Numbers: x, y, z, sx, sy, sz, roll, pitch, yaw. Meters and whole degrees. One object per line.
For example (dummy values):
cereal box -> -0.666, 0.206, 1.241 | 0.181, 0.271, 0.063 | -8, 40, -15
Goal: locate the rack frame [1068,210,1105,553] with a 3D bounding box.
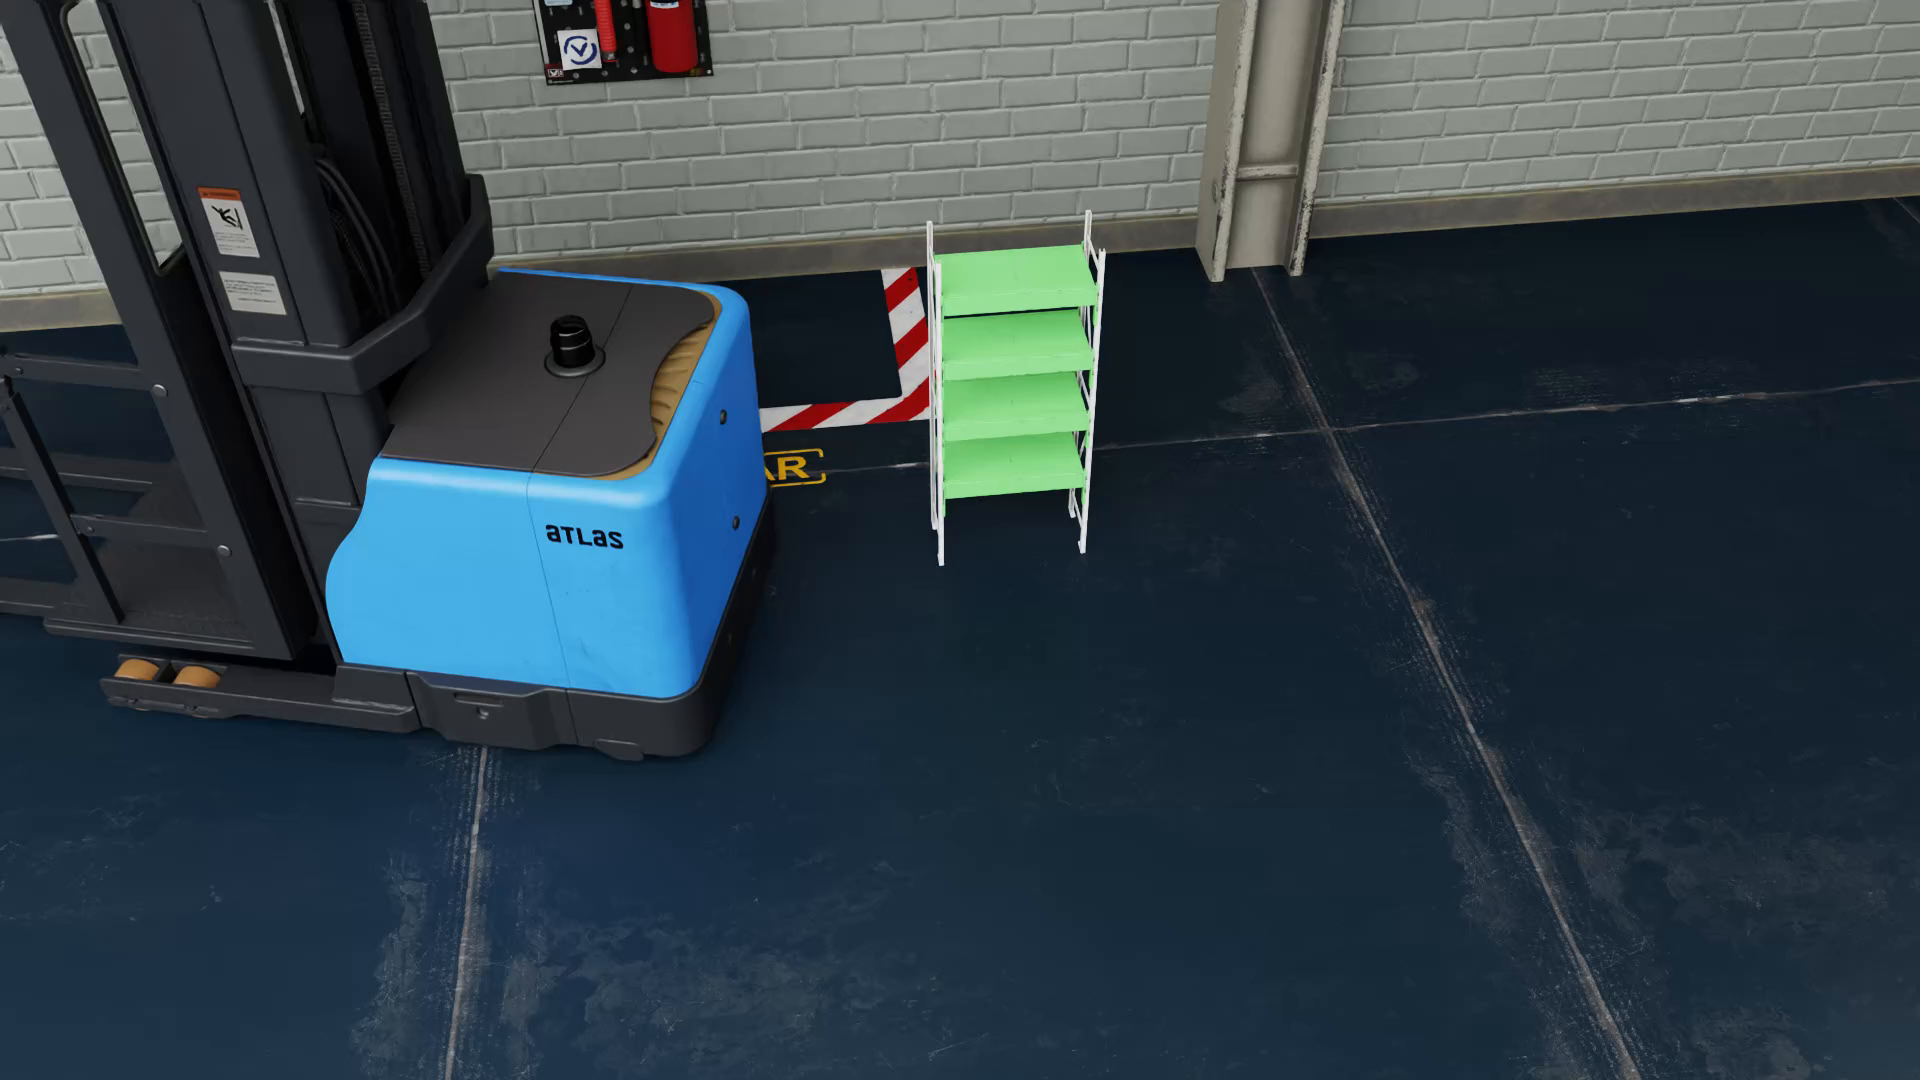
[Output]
rack frame -> 0.406, -0.481, 5.388 | 0.015, 1.200, 0.240 | -5, 42, -6

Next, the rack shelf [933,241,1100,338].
rack shelf -> 0.164, -0.769, 5.085 | 0.480, 0.148, 0.258 | -5, 42, -6

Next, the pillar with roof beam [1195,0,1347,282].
pillar with roof beam -> 1.782, -1.681, 0.895 | 0.400, 9.000, 9.100 | -5, 42, -6

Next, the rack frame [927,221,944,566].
rack frame -> -0.078, -0.439, 5.341 | 0.015, 1.200, 0.240 | -5, 42, -6

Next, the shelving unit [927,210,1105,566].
shelving unit -> 0.164, -0.460, 5.364 | 0.503, 1.200, 0.258 | -5, 42, -6

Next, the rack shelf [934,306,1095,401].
rack shelf -> 0.164, -0.591, 5.246 | 0.480, 0.148, 0.258 | -5, 42, -6

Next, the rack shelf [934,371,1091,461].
rack shelf -> 0.164, -0.412, 5.407 | 0.480, 0.148, 0.258 | -5, 42, -6

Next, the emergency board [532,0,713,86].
emergency board -> -1.232, -2.123, 5.864 | 0.643, 1.169, 0.194 | -5, 42, -6

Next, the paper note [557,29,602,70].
paper note -> -1.416, -1.826, 6.193 | 0.142, 0.148, 0.016 | -5, 42, -6

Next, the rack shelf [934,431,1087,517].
rack shelf -> 0.164, -0.234, 5.568 | 0.480, 0.148, 0.258 | -5, 42, -6

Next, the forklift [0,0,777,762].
forklift -> -2.181, -0.882, 4.540 | 3.031, 2.935, 1.130 | 6, 42, 6
